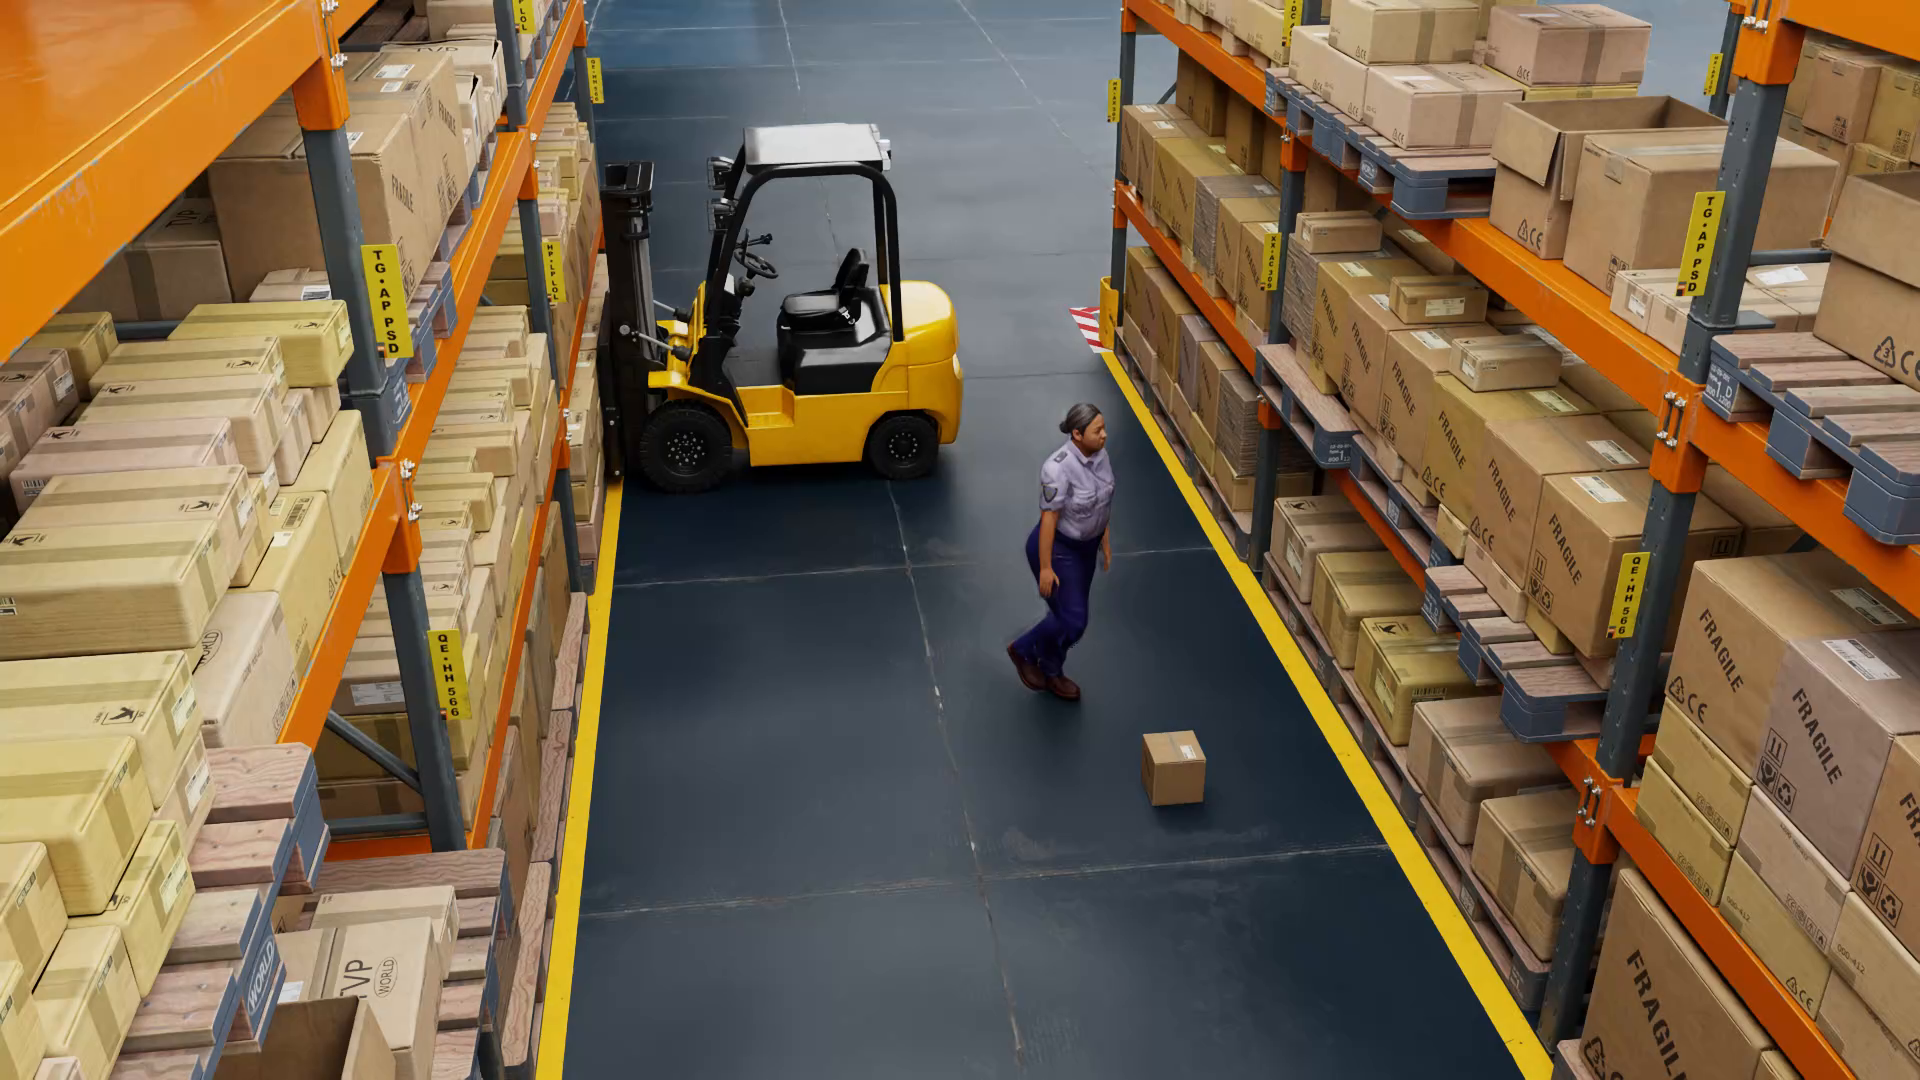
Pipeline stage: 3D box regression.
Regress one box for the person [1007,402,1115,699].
[{"bbox_3d":[0.532,0.060,8.491,0.477,1.638,0.576,20,33,34],"label":"person"}]
